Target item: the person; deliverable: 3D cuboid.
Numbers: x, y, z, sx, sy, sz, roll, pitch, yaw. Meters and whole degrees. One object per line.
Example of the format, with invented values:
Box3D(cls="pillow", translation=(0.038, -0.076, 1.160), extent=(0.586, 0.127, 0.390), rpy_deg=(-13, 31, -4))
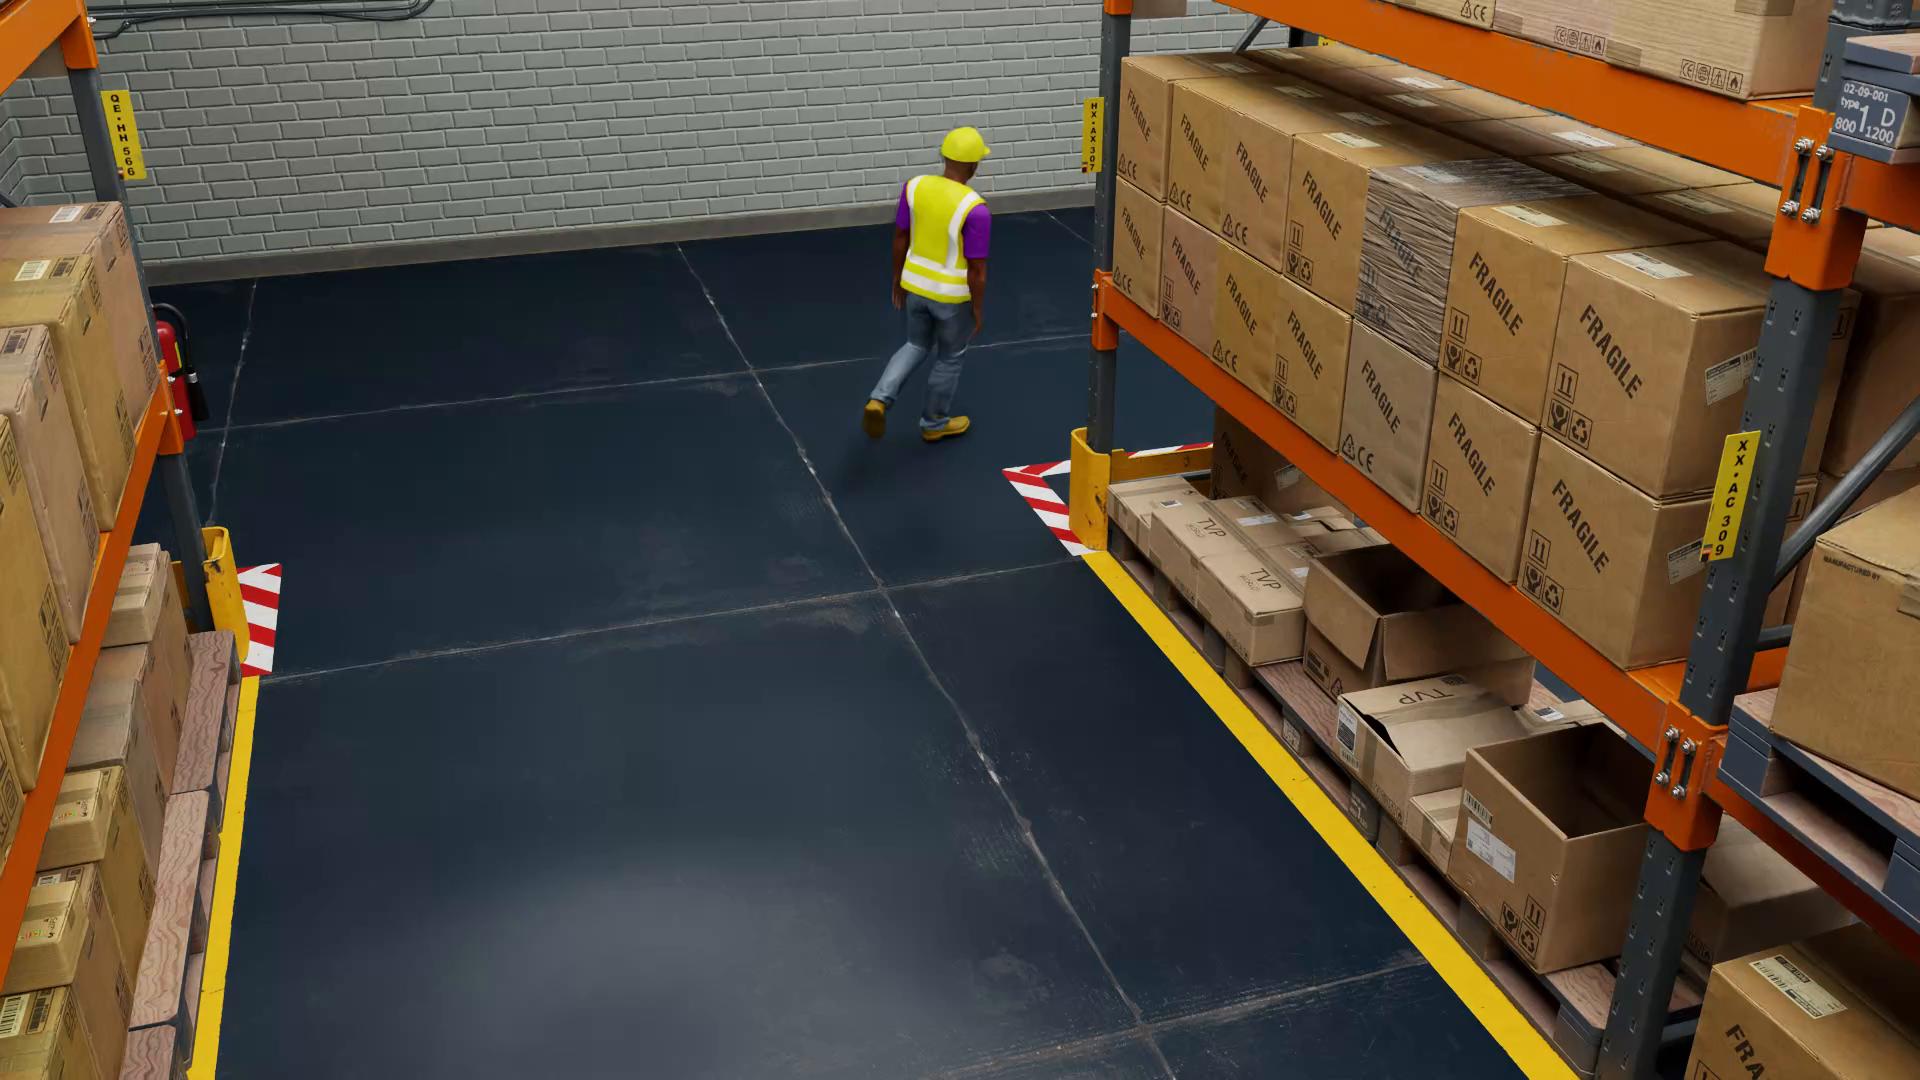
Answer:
Box3D(cls="person", translation=(-0.130, -1.281, 8.688), extent=(0.622, 1.738, 0.686), rpy_deg=(20, 33, 35))
